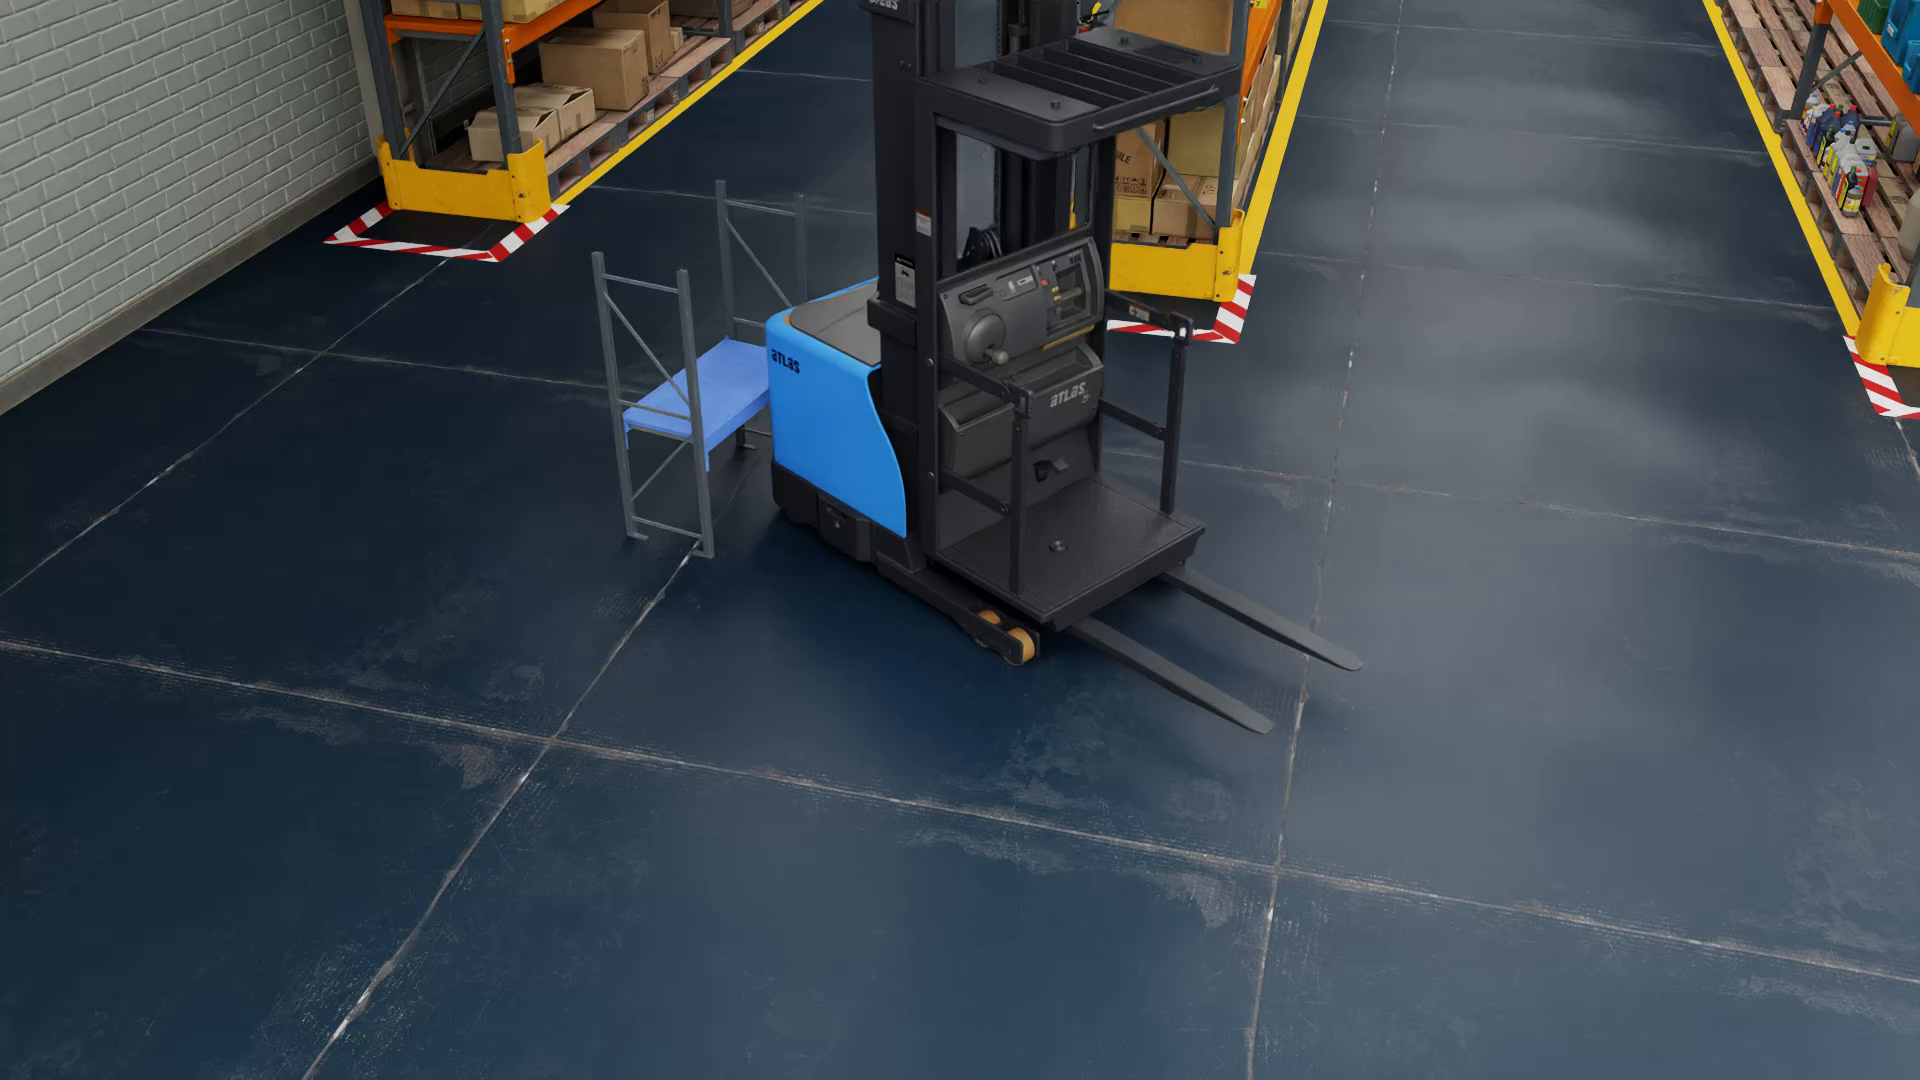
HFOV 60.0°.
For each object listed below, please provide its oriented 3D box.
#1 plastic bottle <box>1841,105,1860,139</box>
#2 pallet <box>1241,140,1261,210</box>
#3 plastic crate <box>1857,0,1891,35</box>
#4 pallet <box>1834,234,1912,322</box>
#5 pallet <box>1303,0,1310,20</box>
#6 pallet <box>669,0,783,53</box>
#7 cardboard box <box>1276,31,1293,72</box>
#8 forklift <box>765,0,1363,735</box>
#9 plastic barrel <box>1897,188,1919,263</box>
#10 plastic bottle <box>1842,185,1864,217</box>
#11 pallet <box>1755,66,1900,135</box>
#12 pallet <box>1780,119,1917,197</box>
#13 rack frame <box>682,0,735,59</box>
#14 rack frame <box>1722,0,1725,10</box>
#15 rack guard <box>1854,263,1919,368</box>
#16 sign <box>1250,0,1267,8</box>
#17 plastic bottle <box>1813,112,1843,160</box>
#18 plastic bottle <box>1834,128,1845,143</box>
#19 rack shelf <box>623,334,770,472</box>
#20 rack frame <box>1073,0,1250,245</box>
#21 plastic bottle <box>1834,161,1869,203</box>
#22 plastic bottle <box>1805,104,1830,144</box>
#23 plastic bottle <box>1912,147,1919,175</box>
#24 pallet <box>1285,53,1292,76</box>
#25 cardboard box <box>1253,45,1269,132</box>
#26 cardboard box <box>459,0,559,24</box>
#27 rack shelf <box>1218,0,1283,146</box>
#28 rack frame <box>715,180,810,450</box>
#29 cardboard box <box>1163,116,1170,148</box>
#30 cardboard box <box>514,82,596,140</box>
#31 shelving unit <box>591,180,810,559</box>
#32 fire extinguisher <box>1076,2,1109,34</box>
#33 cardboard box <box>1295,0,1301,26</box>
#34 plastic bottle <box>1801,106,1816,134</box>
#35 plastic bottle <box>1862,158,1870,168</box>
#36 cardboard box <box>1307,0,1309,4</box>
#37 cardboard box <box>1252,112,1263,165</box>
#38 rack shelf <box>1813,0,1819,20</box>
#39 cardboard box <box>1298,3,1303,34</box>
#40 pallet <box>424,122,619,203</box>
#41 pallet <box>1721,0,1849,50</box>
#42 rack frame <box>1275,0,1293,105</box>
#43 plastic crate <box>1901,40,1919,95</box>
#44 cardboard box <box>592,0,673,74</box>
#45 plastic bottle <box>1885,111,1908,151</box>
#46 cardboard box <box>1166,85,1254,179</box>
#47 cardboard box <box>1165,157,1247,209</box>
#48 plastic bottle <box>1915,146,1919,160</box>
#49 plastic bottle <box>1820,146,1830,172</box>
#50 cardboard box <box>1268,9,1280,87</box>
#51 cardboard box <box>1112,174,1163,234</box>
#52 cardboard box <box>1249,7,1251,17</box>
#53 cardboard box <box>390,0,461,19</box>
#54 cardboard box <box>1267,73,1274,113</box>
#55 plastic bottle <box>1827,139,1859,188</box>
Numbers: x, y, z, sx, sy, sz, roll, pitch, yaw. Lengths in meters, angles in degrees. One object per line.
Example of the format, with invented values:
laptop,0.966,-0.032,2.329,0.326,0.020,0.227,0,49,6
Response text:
plastic bottle,6.565,-3.047,12.306,0.144,0.351,0.185,8,33,12
pallet,1.691,-2.819,12.487,1.003,0.211,1.213,8,33,12
plastic crate,6.414,-3.606,11.324,0.450,0.188,0.662,8,33,12
pallet,6.202,-1.576,10.532,1.003,0.211,1.213,8,33,12
pallet,3.010,-5.515,16.728,1.003,0.211,1.213,8,33,12
pallet,-2.355,-4.938,15.820,1.003,0.211,1.213,8,33,12
cardboard box,2.583,-4.230,14.280,0.500,0.250,0.500,7,33,11
forklift,0.425,-0.992,7.078,1.130,2.935,3.031,-27,41,-35
plastic barrel,6.237,-2.025,10.567,0.421,0.512,0.421,0,32,0
plastic bottle,6.059,-2.303,11.275,0.097,0.201,0.097,0,32,0
pallet,7.193,-3.597,13.712,1.003,0.211,1.213,8,33,12
pallet,6.821,-2.842,12.523,1.003,0.211,1.213,8,33,12
rack frame,-2.551,-5.710,14.436,1.000,3.000,0.127,8,33,12
rack frame,8.047,-6.437,15.580,1.000,3.000,0.127,8,33,12
rack guard,5.990,-1.277,9.792,1.175,0.500,0.348,8,33,12
sign,1.762,-3.282,9.736,0.100,0.325,0.005,8,33,12
plastic bottle,6.377,-2.969,12.183,0.144,0.351,0.185,7,33,10
plastic bottle,6.376,-2.854,12.076,0.097,0.271,0.097,0,32,0
rack shelf,-1.208,-0.699,8.287,0.538,0.185,1.000,14,35,22
rack frame,1.226,-2.962,10.113,1.000,3.000,0.127,8,33,12
plastic bottle,6.149,-2.462,11.455,0.152,0.276,0.135,8,33,13
plastic bottle,6.471,-3.120,12.491,0.152,0.276,0.135,9,34,14
plastic bottle,6.911,-2.761,11.919,0.061,0.283,0.133,8,33,12
pallet,2.391,-4.249,14.736,1.003,0.211,1.213,8,33,12
cardboard box,1.961,-3.321,12.151,0.500,0.500,0.500,8,33,12
cardboard box,-3.135,-3.790,11.536,0.500,0.250,0.500,7,33,11
rack shelf,1.734,-3.696,11.939,1.077,0.370,4.000,8,33,12
rack frame,-0.987,-1.096,8.577,0.500,1.500,0.032,14,35,22
cardboard box,1.314,-3.135,11.858,0.500,0.500,0.500,8,33,12
cardboard box,-3.159,-3.328,12.785,0.500,0.311,0.500,11,34,16
shelving unit,-1.208,-0.851,8.190,0.538,1.500,1.048,14,35,22
fire extinguisher,0.747,-2.931,10.137,0.296,0.674,0.183,8,33,12
cardboard box,2.719,-4.731,14.545,0.500,0.311,0.500,8,33,12
plastic bottle,6.501,-3.208,12.698,0.097,0.201,0.097,0,32,0
plastic bottle,6.350,-2.595,11.734,0.097,0.201,0.097,0,32,0
cardboard box,3.101,-5.296,15.956,0.500,0.250,0.500,9,33,13
cardboard box,1.960,-3.005,12.353,0.500,0.250,0.500,8,33,12
rack shelf,7.539,-5.096,14.140,1.077,0.370,4.000,8,33,12
cardboard box,2.843,-4.764,15.120,0.500,0.250,0.500,7,33,11
pallet,-3.307,-2.914,12.637,1.003,0.211,1.213,8,33,12
pallet,7.813,-4.864,15.704,1.003,0.211,1.213,8,33,12
rack frame,2.241,-5.038,13.379,1.000,3.000,0.127,8,33,12
plastic crate,6.024,-2.860,10.091,0.499,0.251,0.408,8,33,12
cardboard box,-2.776,-4.297,14.133,0.500,0.500,0.500,6,33,9
plastic bottle,7.008,-3.075,12.351,0.144,0.351,0.185,8,33,12
cardboard box,1.703,-2.803,11.336,0.500,0.500,0.500,8,33,12
cardboard box,1.701,-2.487,11.537,0.500,0.250,0.500,8,33,12
plastic bottle,7.098,-2.956,12.163,0.144,0.351,0.185,6,33,10
plastic bottle,6.283,-2.762,11.997,0.097,0.201,0.097,0,32,0
cardboard box,2.197,-3.843,12.971,0.500,0.500,0.500,8,33,12
cardboard box,1.077,-2.297,11.239,0.500,0.250,0.500,8,33,12
cardboard box,1.617,-3.775,11.299,0.700,0.500,0.500,8,33,13
cardboard box,-3.635,-3.849,11.629,0.500,0.250,0.500,8,33,13
cardboard box,2.199,-3.526,13.172,0.500,0.250,0.500,8,33,12
plastic bottle,6.222,-2.652,11.684,0.144,0.351,0.185,9,34,14
